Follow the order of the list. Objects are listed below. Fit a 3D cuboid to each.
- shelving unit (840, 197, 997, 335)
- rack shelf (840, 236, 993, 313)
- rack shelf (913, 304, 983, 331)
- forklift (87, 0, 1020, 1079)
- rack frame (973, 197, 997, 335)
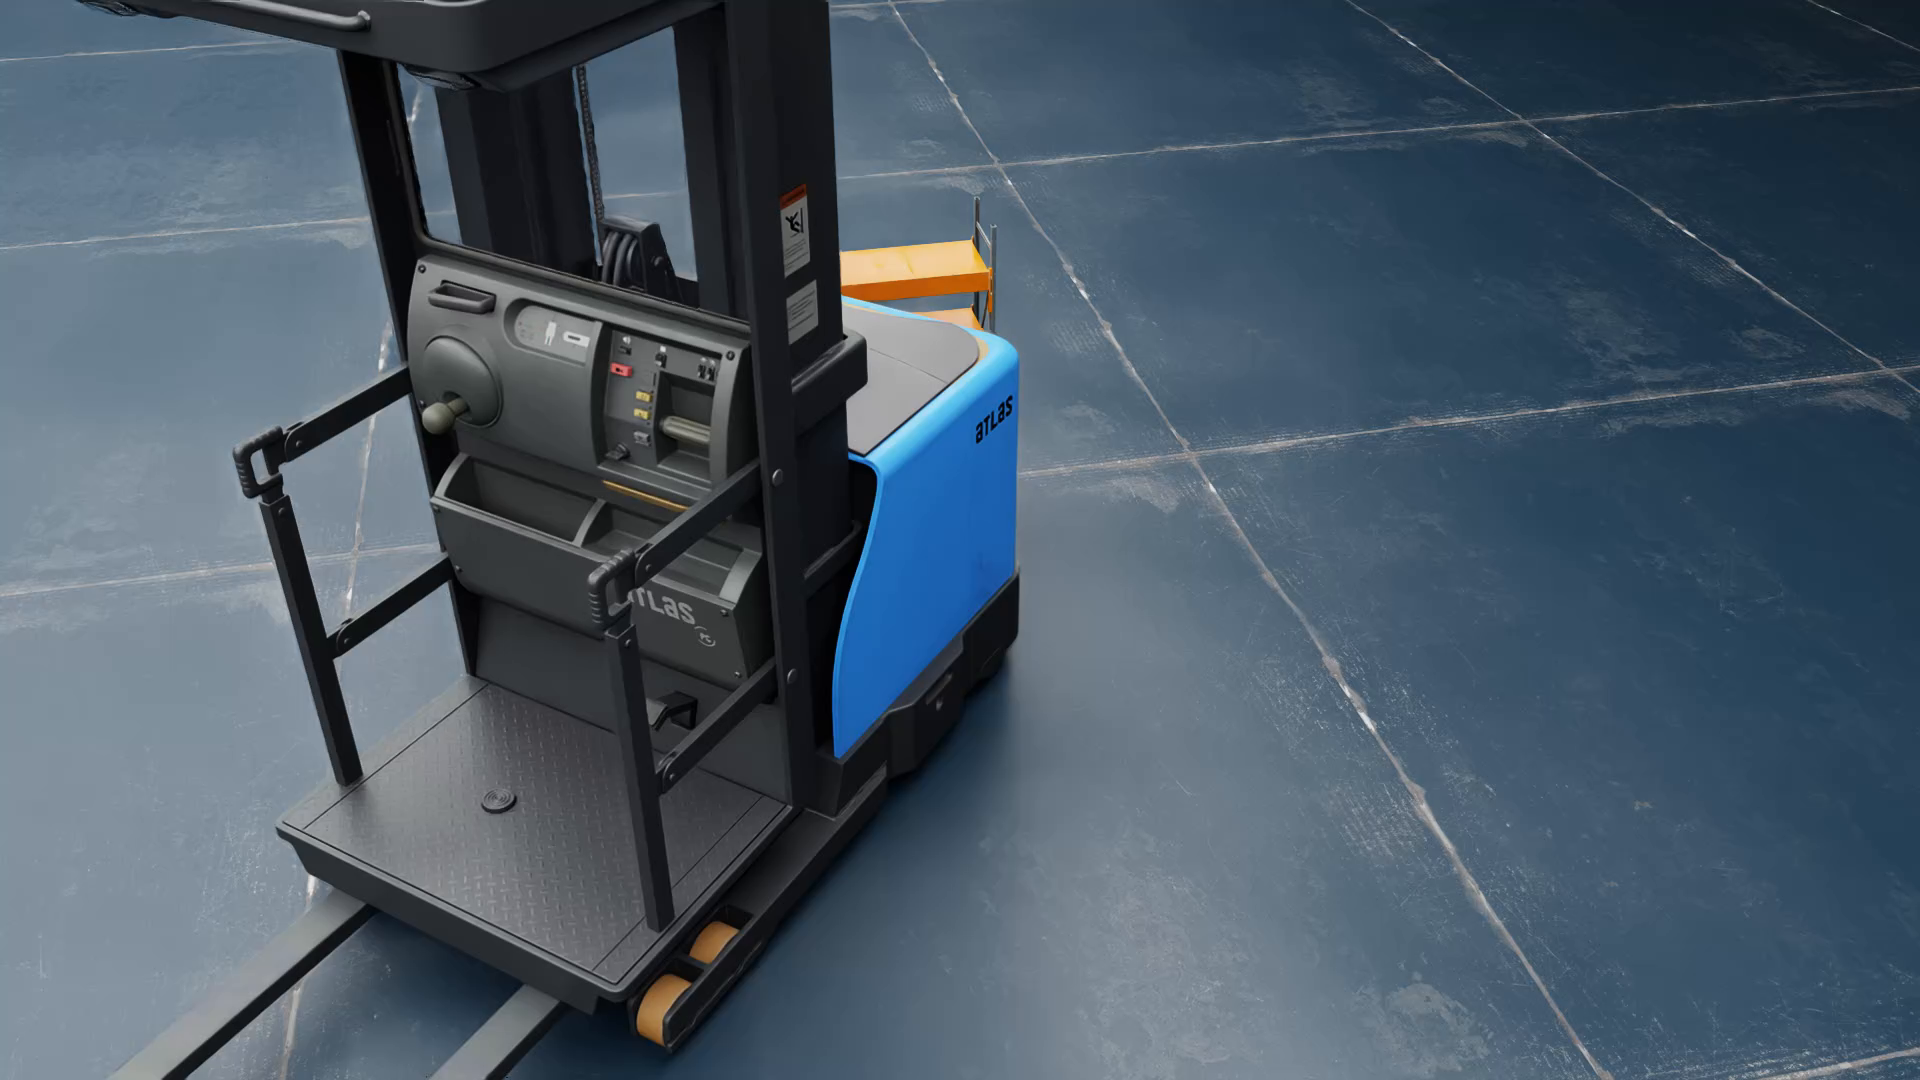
[{"bbox_3d":[-0.161,-0.478,5.386,0.503,1.200,0.258,-7,35,-10],"label":"shelving unit"},{"bbox_3d":[-0.161,-0.804,5.166,0.480,0.148,0.258,-7,35,-10],"label":"rack shelf"},{"bbox_3d":[-0.161,-0.608,5.298,0.480,0.148,0.258,-7,35,-10],"label":"rack shelf"},{"bbox_3d":[-0.982,-0.307,3.577,1.130,2.935,3.031,18,38,24],"label":"forklift"},{"bbox_3d":[0.077,-0.508,5.430,0.015,1.200,0.240,-7,35,-10],"label":"rack frame"}]
